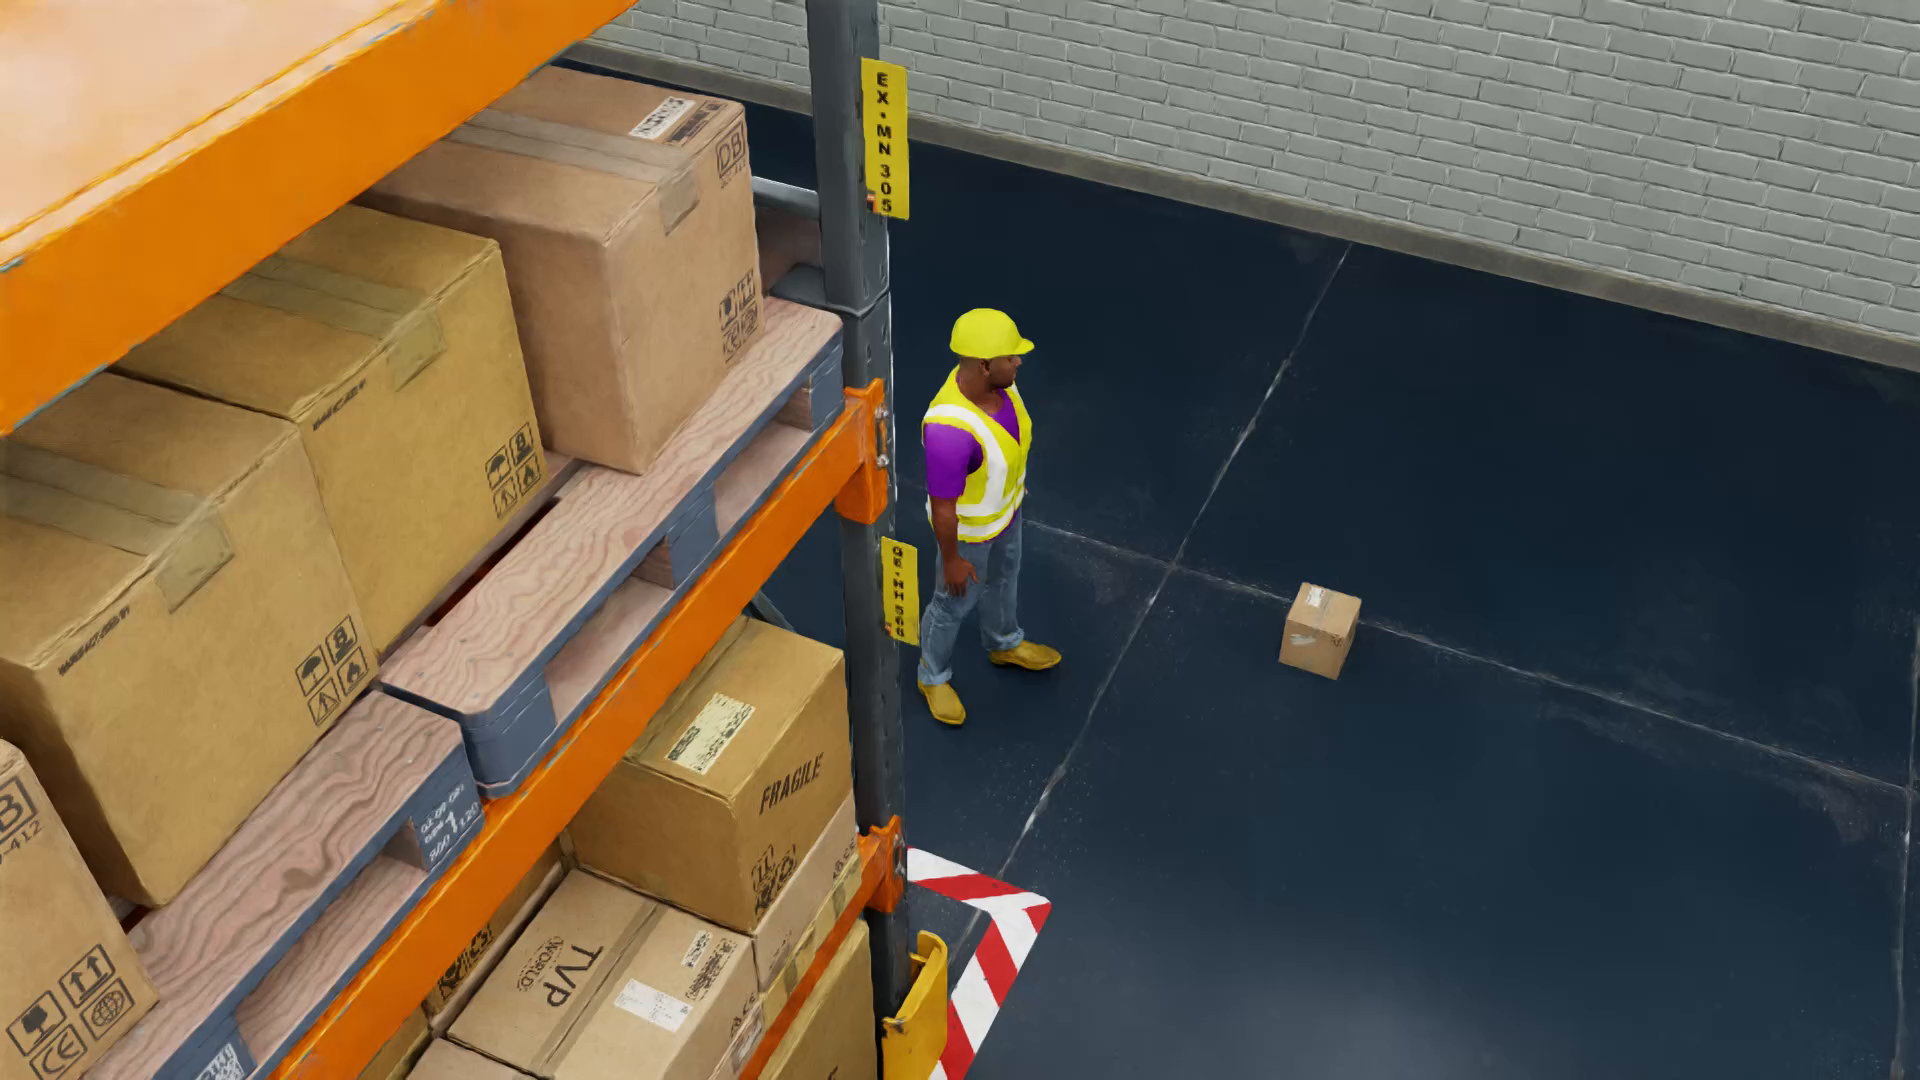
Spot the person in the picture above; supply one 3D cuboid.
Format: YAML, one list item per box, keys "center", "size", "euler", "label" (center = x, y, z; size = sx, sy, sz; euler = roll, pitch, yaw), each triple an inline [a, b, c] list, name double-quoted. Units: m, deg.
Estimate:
- center: [0.118, -0.096, 6.211]
  size: [0.495, 1.768, 0.655]
  euler: [17, 45, 18]
  label: "person"
